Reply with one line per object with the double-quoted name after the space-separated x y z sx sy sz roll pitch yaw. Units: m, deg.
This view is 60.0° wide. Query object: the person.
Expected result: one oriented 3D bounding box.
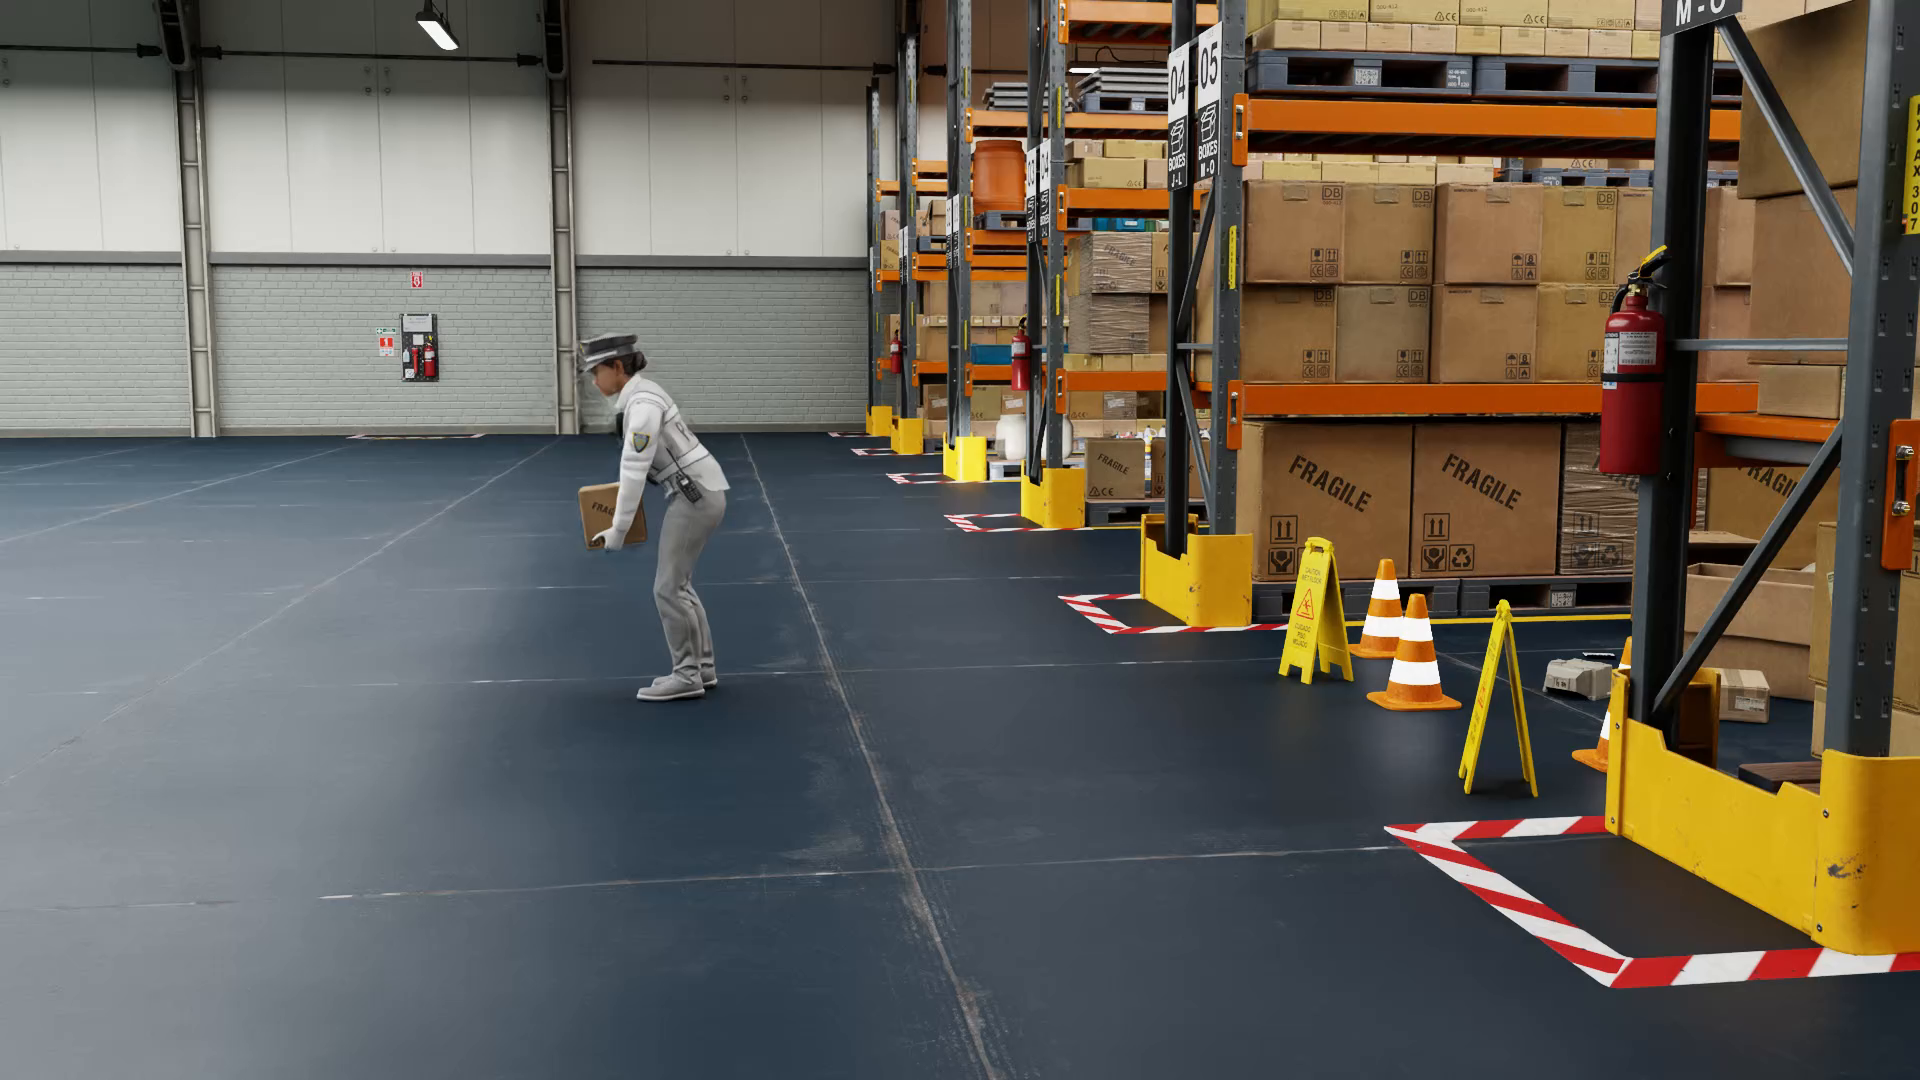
-1.303 -0.100 7.140 0.615 1.572 0.407 -1 7 -10 "person"
